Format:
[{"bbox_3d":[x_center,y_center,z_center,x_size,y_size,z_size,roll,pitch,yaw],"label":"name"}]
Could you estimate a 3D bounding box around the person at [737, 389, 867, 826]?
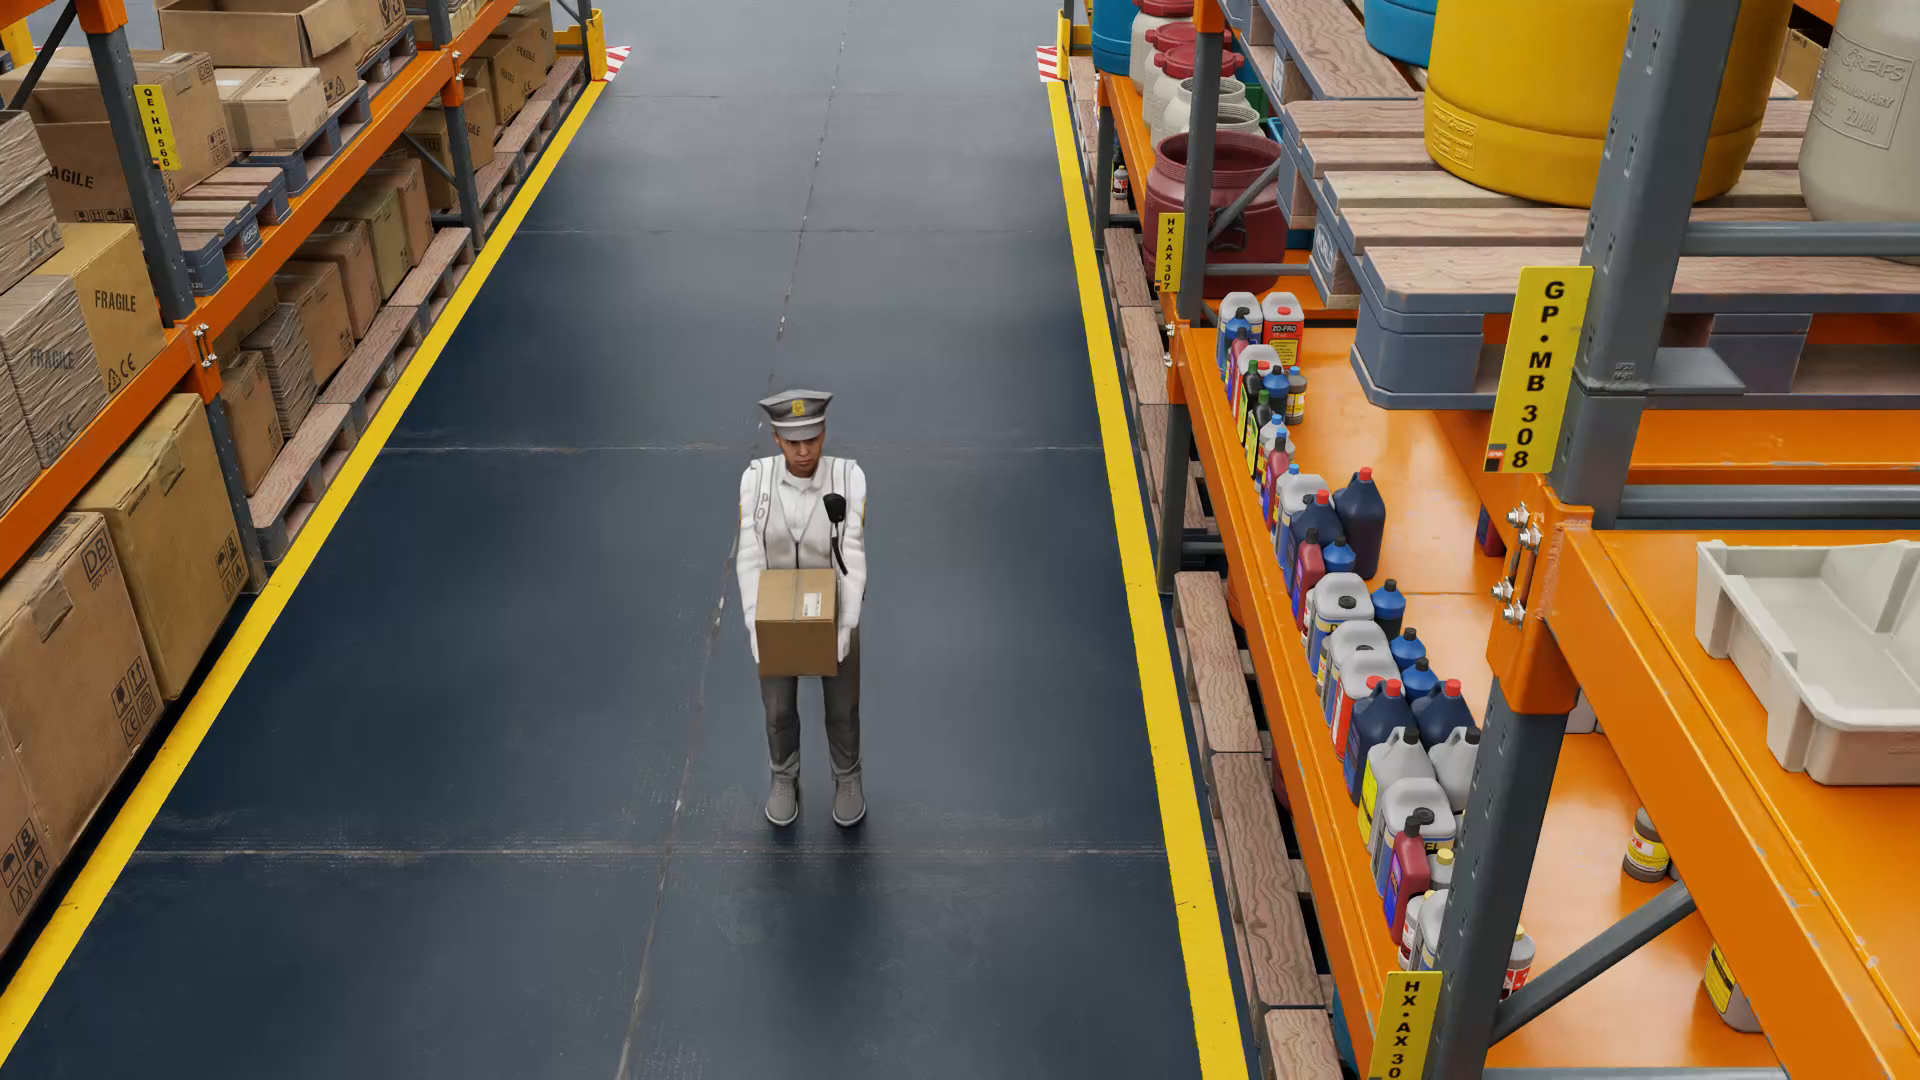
[{"bbox_3d":[-0.526,0.287,5.652,0.432,1.691,0.515,-1,32,-1],"label":"person"}]
